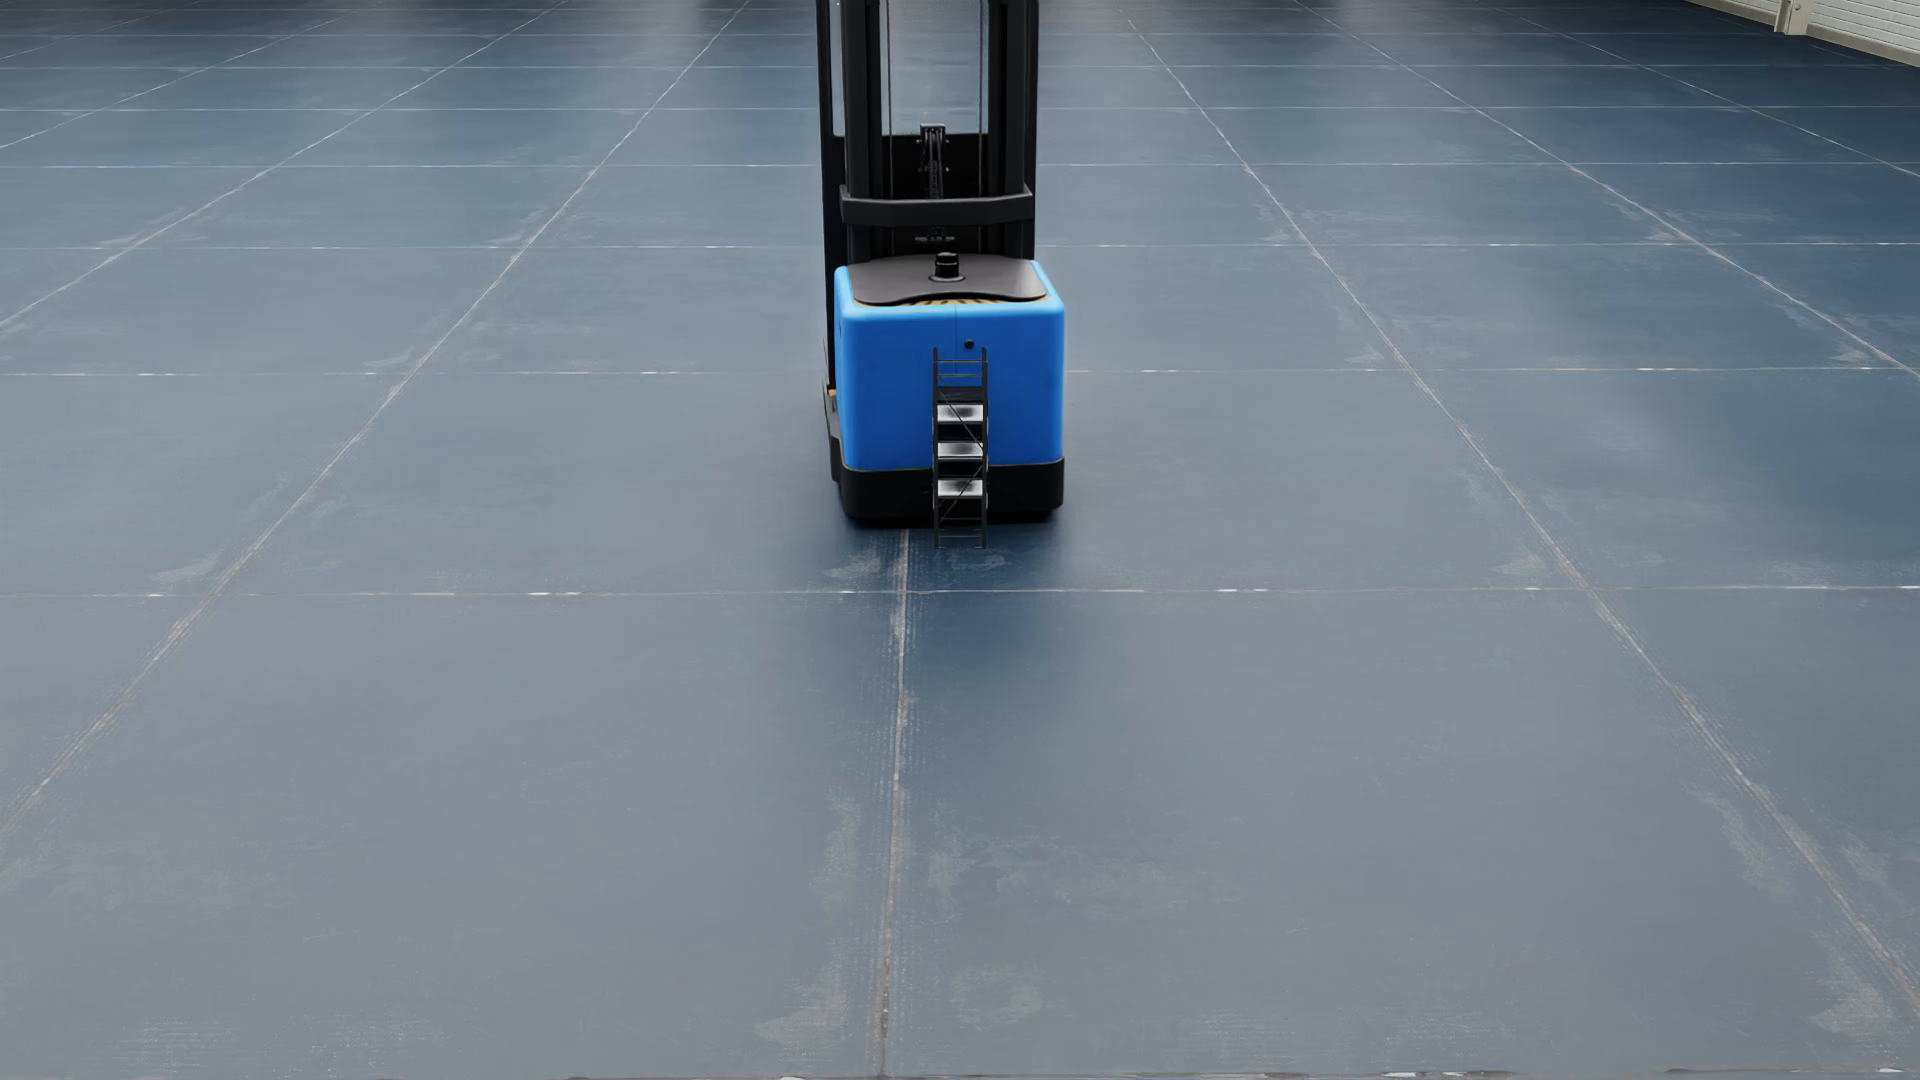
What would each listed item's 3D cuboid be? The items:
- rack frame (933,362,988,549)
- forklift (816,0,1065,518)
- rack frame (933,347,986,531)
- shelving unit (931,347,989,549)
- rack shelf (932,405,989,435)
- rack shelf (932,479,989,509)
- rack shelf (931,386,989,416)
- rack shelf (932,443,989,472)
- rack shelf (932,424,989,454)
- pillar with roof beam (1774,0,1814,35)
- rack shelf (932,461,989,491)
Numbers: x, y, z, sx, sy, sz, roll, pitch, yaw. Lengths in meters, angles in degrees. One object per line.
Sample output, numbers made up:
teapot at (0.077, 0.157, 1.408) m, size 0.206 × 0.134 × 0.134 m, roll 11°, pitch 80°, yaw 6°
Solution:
rack frame at (0.001, -0.371, 7.479) m, size 0.240 × 0.900 × 0.006 m, roll 0°, pitch 24°, yaw -1°
forklift at (-0.187, -2.010, 8.637) m, size 1.130 × 2.935 × 3.031 m, roll -3°, pitch 24°, yaw -6°
rack frame at (-0.001, -0.455, 7.665) m, size 0.240 × 0.900 × 0.006 m, roll 0°, pitch 24°, yaw -1°
shelving unit at (0.000, -0.413, 7.572) m, size 0.258 × 0.900 × 0.210 m, roll 0°, pitch 24°, yaw -1°
rack shelf at (0.000, -0.547, 7.512) m, size 0.258 × 0.077 × 0.200 m, roll 0°, pitch 24°, yaw -1°
rack shelf at (0.000, -0.219, 7.660) m, size 0.258 × 0.077 × 0.200 m, roll 0°, pitch 24°, yaw -1°
rack shelf at (0.000, -0.629, 7.474) m, size 0.258 × 0.077 × 0.200 m, roll 0°, pitch 24°, yaw -1°
rack shelf at (0.000, -0.383, 7.586) m, size 0.258 × 0.077 × 0.200 m, roll 0°, pitch 24°, yaw -1°
rack shelf at (0.000, -0.465, 7.549) m, size 0.258 × 0.077 × 0.200 m, roll 0°, pitch 24°, yaw -1°
pillar with roof beam at (7.571, -11.328, 21.876) m, size 9.100 × 9.000 × 0.400 m, roll 0°, pitch 24°, yaw -1°
rack shelf at (0.000, -0.301, 7.623) m, size 0.258 × 0.077 × 0.200 m, roll 0°, pitch 24°, yaw -1°
